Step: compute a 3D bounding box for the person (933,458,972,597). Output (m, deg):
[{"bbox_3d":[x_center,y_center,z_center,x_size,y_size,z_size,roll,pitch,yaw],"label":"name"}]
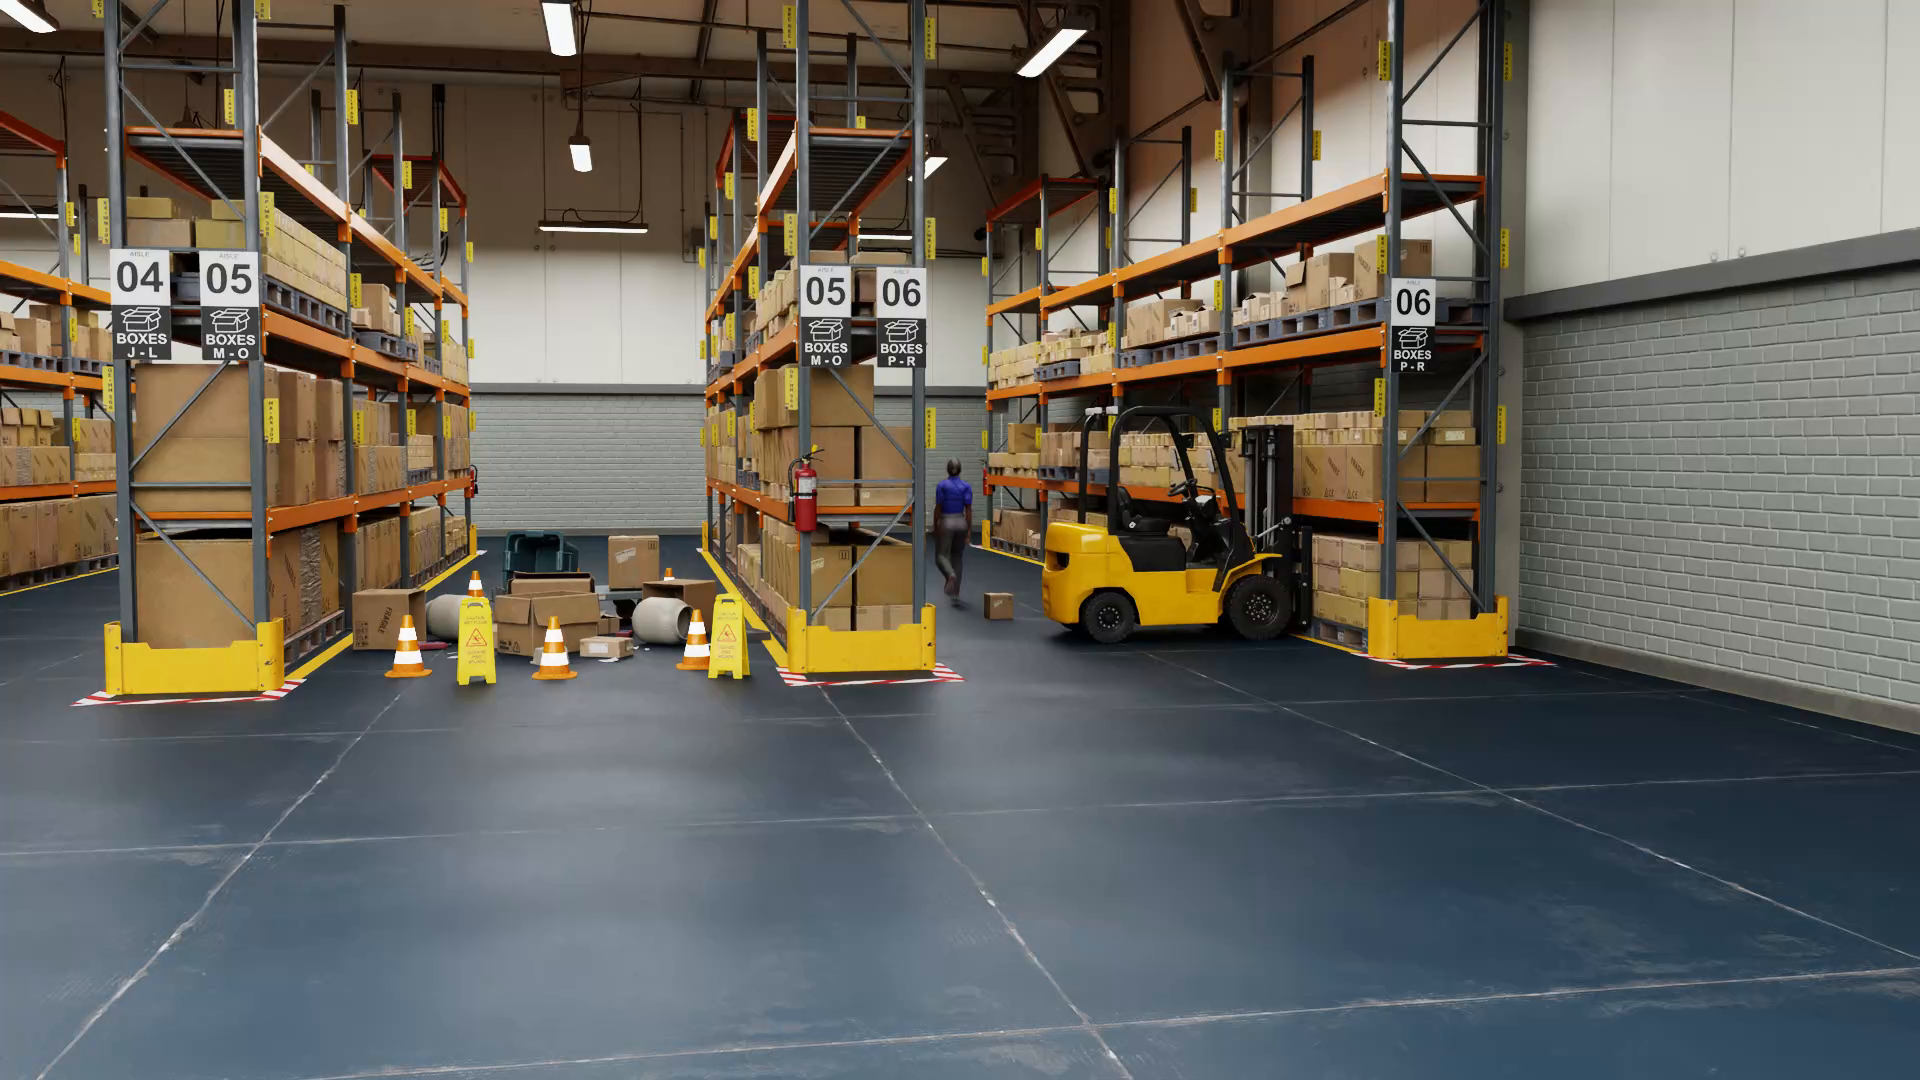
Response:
[{"bbox_3d":[-0.080,-0.136,19.349,0.445,1.628,0.736,-1,3,-15],"label":"person"}]
